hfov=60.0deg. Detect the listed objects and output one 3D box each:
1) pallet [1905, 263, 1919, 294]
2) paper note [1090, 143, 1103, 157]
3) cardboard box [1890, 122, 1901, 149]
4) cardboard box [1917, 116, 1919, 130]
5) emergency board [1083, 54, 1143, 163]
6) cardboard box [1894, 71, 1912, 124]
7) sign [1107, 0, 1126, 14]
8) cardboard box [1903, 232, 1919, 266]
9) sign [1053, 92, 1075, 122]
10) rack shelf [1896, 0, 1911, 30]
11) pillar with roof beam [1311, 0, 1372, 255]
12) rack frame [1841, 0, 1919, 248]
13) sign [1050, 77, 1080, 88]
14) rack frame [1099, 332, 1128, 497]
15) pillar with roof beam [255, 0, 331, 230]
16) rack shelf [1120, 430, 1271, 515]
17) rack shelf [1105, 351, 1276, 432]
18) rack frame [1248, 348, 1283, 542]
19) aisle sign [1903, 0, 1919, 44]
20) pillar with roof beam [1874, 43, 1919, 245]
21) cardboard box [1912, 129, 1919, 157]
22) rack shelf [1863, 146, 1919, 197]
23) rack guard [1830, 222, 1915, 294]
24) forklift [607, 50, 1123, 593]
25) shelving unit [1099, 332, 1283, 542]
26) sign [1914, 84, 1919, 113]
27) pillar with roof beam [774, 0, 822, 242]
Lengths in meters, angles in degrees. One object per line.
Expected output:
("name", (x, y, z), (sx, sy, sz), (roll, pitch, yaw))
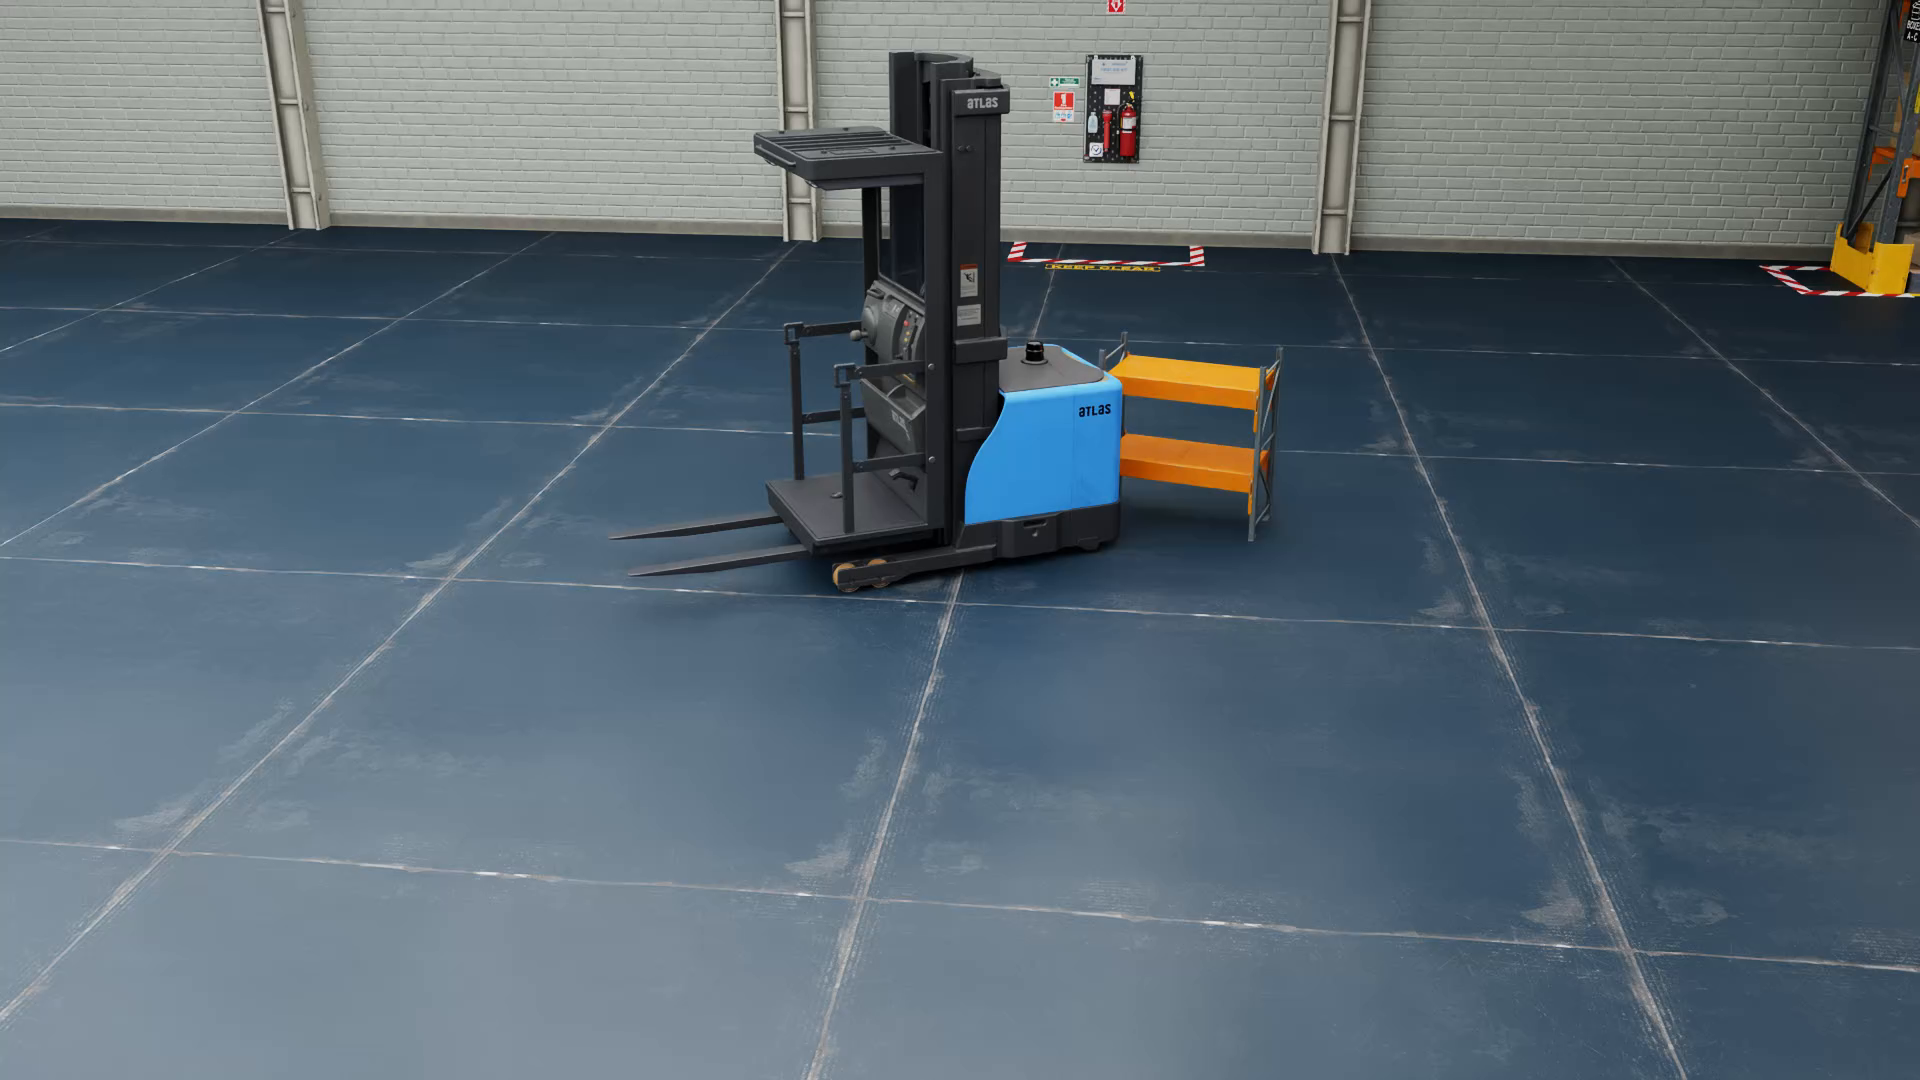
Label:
("pallet", (10.180, -2.729, 17.055), (1.213, 0.211, 1.003), (2, 22, 6))
("paper note", (1.523, -4.366, 18.602), (0.142, 0.148, 0.016), (2, 22, 6))
("cardboard box", (9.789, -4.067, 16.824), (0.500, 0.250, 0.500), (3, 22, 7))
("cardboard box", (9.741, -4.235, 16.228), (0.500, 0.500, 0.500), (3, 22, 6))
("emergency board", (1.691, -4.743, 18.357), (0.643, 1.169, 0.194), (2, 22, 6))
("cardboard box", (9.795, -4.422, 16.703), (0.500, 0.500, 0.500), (2, 22, 6))
("sign", (1.695, -5.858, 18.023), (0.199, 0.298, 0.001), (2, 22, 6))
("cardboard box", (9.978, -2.968, 16.927), (0.500, 0.311, 0.500), (0, 22, 0))
("sign", (1.154, -4.821, 18.506), (0.234, 0.329, 0.001), (2, 22, 6))
("rack shelf", (11.288, -5.051, 16.034), (4.000, 0.370, 1.077), (2, 22, 6))
("pillar with roof beam", (3.634, -5.840, 12.972), (0.400, 9.000, 9.100), (2, 22, 6))
("rack frame", (9.302, -4.077, 16.672), (0.127, 3.000, 1.000), (2, 22, 6))
("sign", (1.157, -5.064, 18.400), (0.331, 0.109, 0.001), (2, 22, 6))
("rack frame", (0.980, -0.744, 10.791), (0.032, 1.125, 0.500), (9, 23, 21))
("pillar with roof beam", (-8.283, -6.359, 14.286), (0.400, 9.000, 9.100), (2, 22, 6))
("rack shelf", (1.448, -0.444, 10.698), (1.000, 0.278, 0.538), (9, 23, 21))
("rack shelf", (1.448, -0.944, 10.500), (1.000, 0.278, 0.538), (9, 23, 21))
("rack frame", (1.917, -0.599, 10.425), (0.032, 1.125, 0.500), (9, 23, 21))
("aisle sign", (9.195, -5.179, 15.925), (0.004, 0.787, 0.394), (2, 22, 6))
("pillar with roof beam", (9.592, -5.581, 12.316), (0.400, 9.000, 9.100), (2, 22, 6))
("cardboard box", (9.749, -3.879, 16.349), (0.500, 0.250, 0.500), (2, 22, 5))
("rack shelf", (11.288, -3.656, 16.585), (4.000, 0.370, 1.077), (2, 22, 6))
("rack guard", (9.377, -2.911, 17.123), (0.348, 0.500, 1.175), (2, 22, 6))
("forklift", (-0.578, -1.278, 9.685), (3.031, 2.935, 1.130), (-8, 23, -20))
("shelving unit", (1.448, -0.671, 10.608), (1.048, 1.125, 0.538), (9, 23, 21))
("sign", (9.238, -4.281, 16.012), (0.005, 0.325, 0.100), (2, 22, 6))
("pillar with roof beam", (-2.324, -6.100, 13.629), (0.400, 9.000, 9.100), (2, 22, 6))
